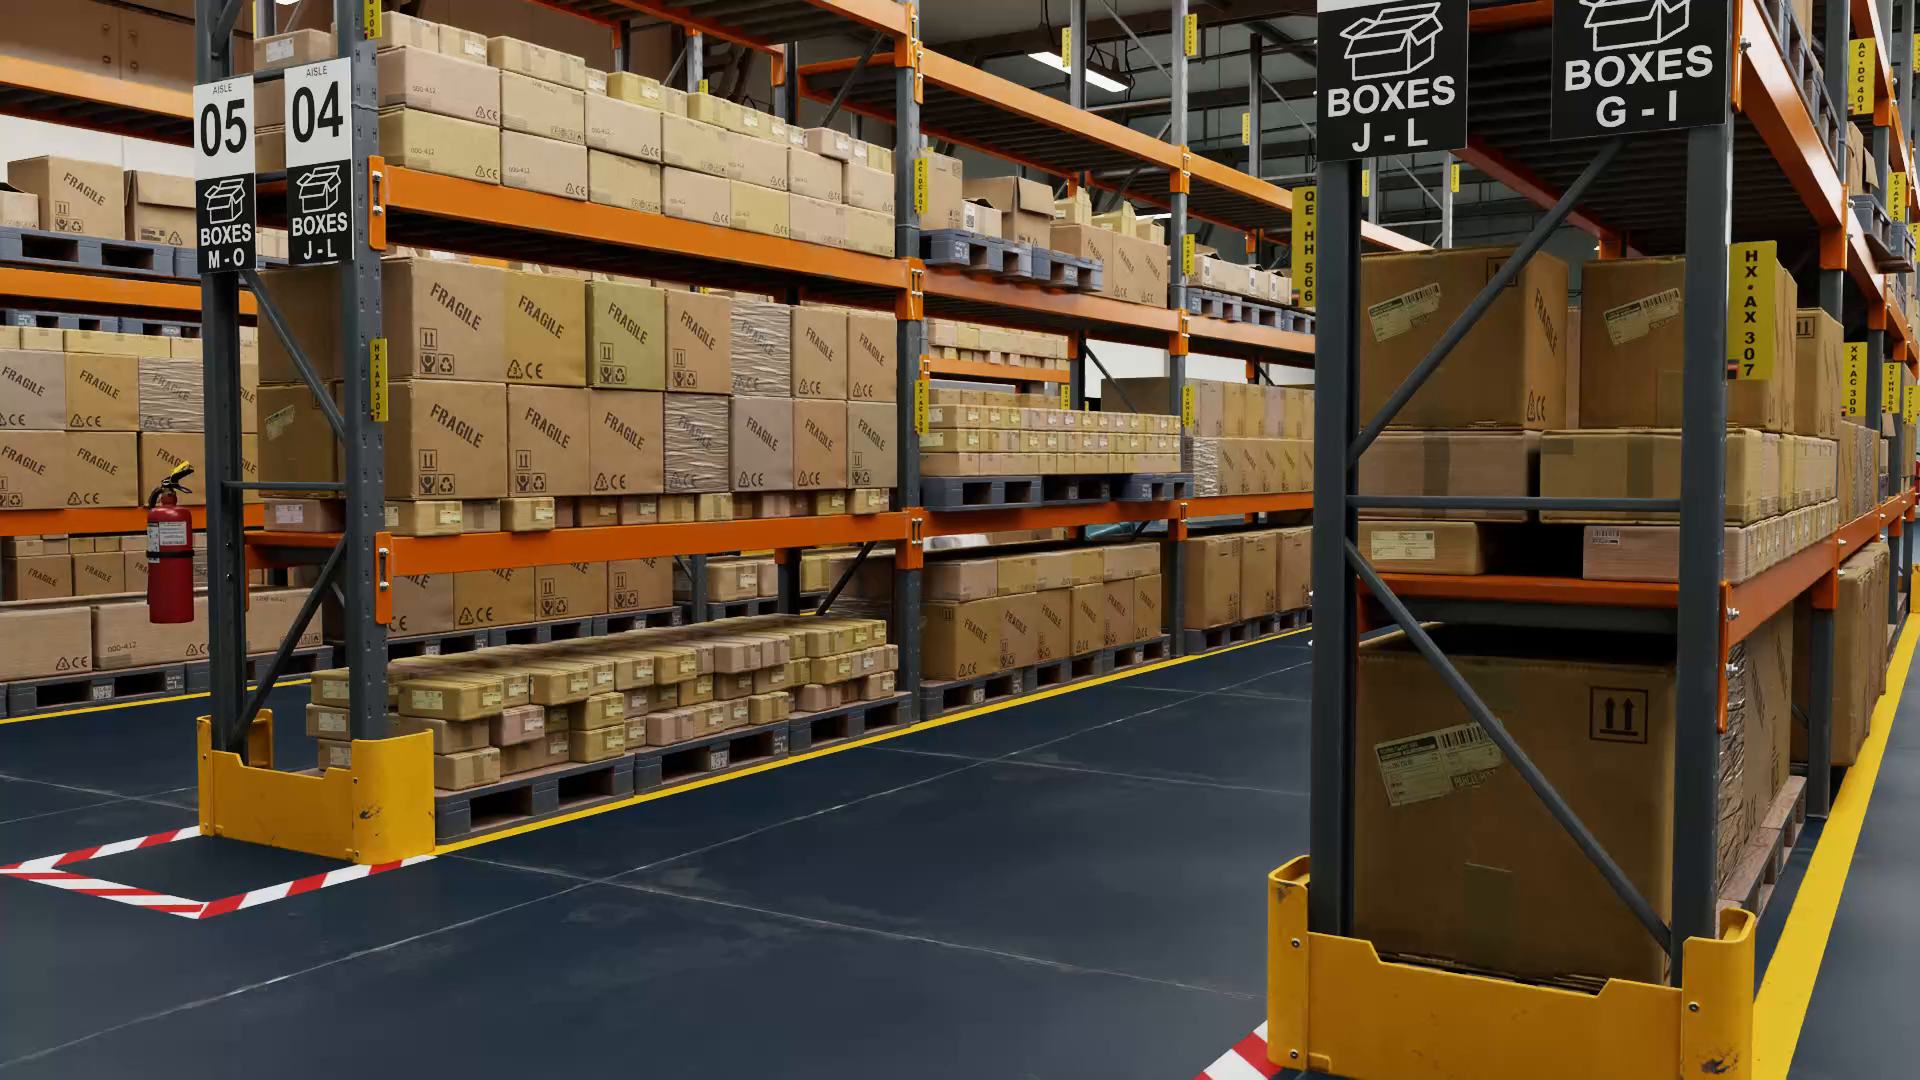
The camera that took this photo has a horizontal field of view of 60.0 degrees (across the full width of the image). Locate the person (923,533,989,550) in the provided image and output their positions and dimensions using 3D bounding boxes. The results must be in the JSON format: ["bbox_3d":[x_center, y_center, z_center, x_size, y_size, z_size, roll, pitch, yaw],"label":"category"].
[{"bbox_3d":[-0.174,0.268,17.299,0.963,1.022,0.523,2,3,28],"label":"person"}]
